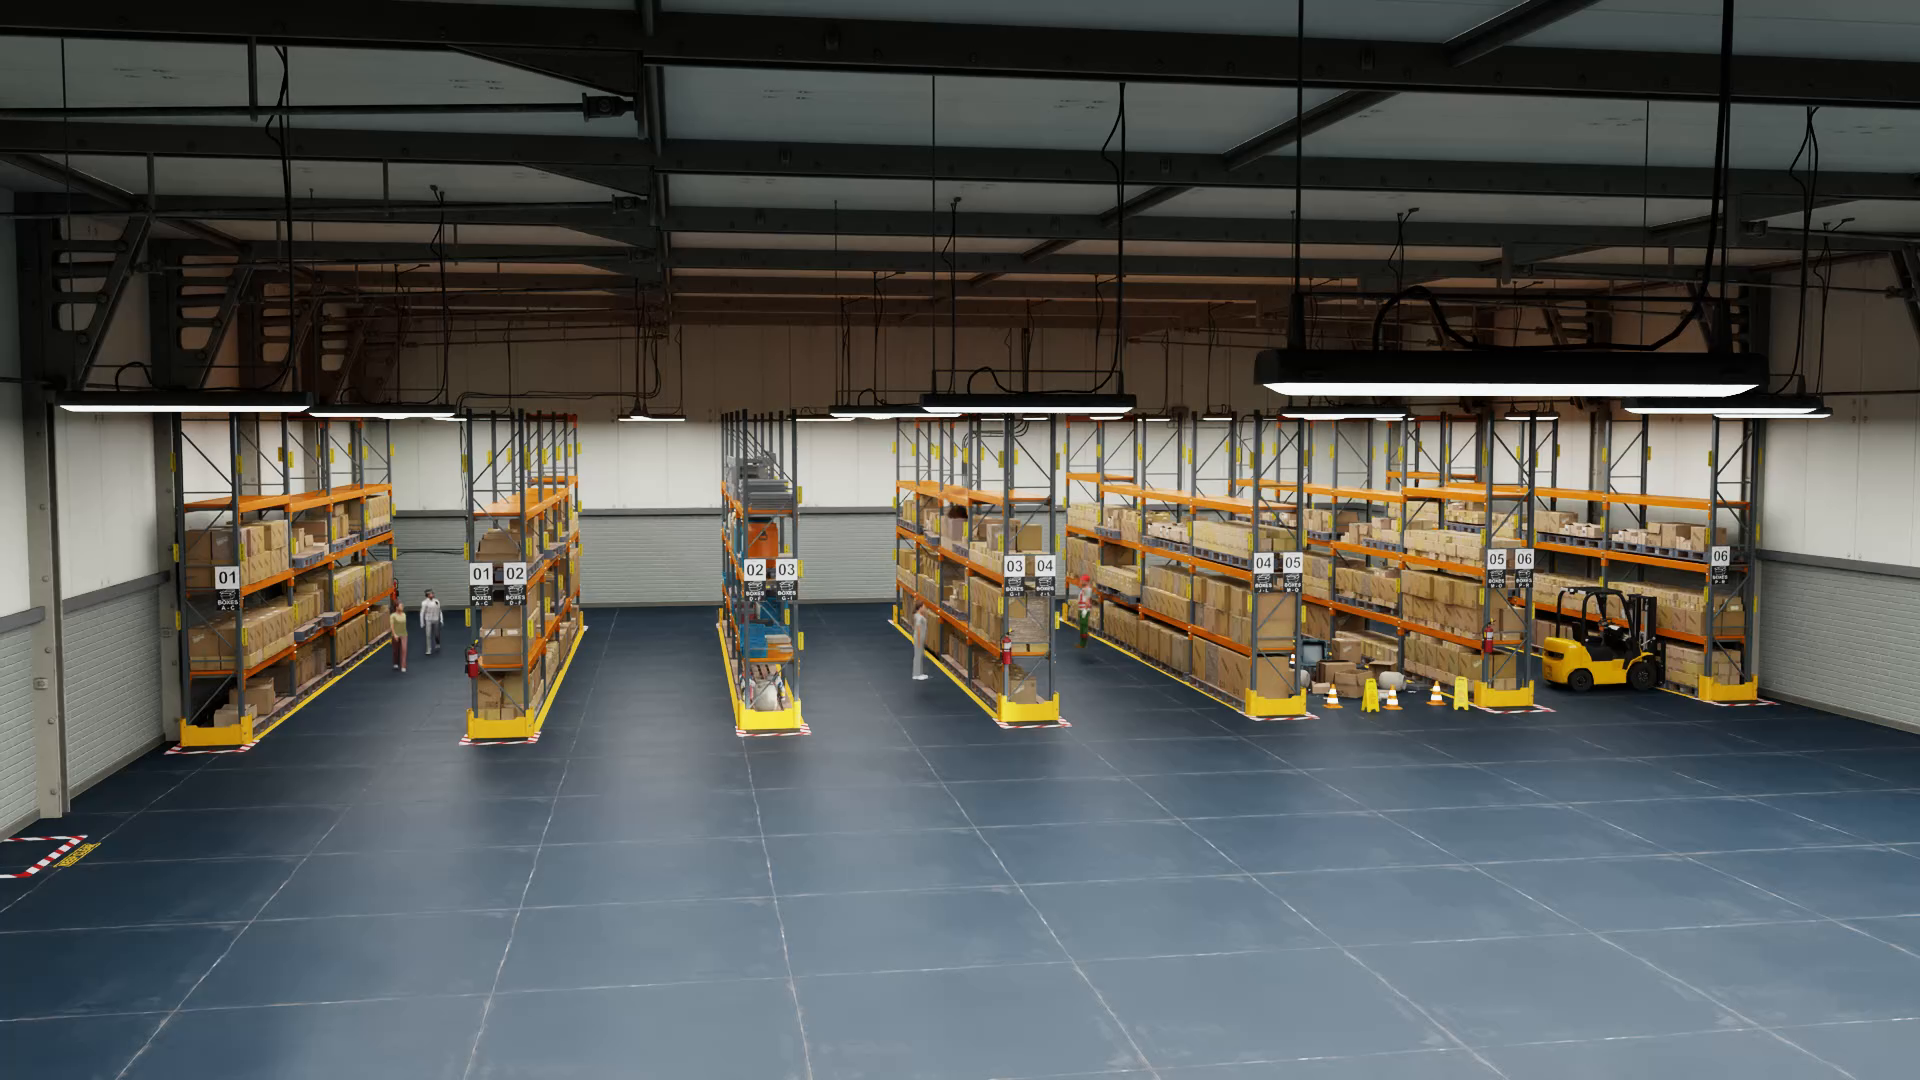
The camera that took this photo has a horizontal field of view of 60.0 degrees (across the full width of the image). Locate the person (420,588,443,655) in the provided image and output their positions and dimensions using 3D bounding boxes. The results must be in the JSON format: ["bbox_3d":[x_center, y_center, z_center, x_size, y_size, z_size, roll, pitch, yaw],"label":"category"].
[{"bbox_3d":[-13.182,2.005,41.492,0.554,1.637,0.975,-1,4,-15],"label":"person"}]

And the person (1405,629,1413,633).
[{"bbox_3d":[12.231,1.736,45.611,0.424,1.637,0.513,1,4,8],"label":"person"}]

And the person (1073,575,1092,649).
[{"bbox_3d":[2.983,1.739,40.485,0.456,1.792,0.596,0,4,-3],"label":"person"}]

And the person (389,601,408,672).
[{"bbox_3d":[-12.977,2.223,38.455,0.399,1.621,1.015,-1,4,-18],"label":"person"}]

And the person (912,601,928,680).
[{"bbox_3d":[-0.858,2.135,35.459,0.332,1.682,0.533,0,4,-1],"label":"person"}]
